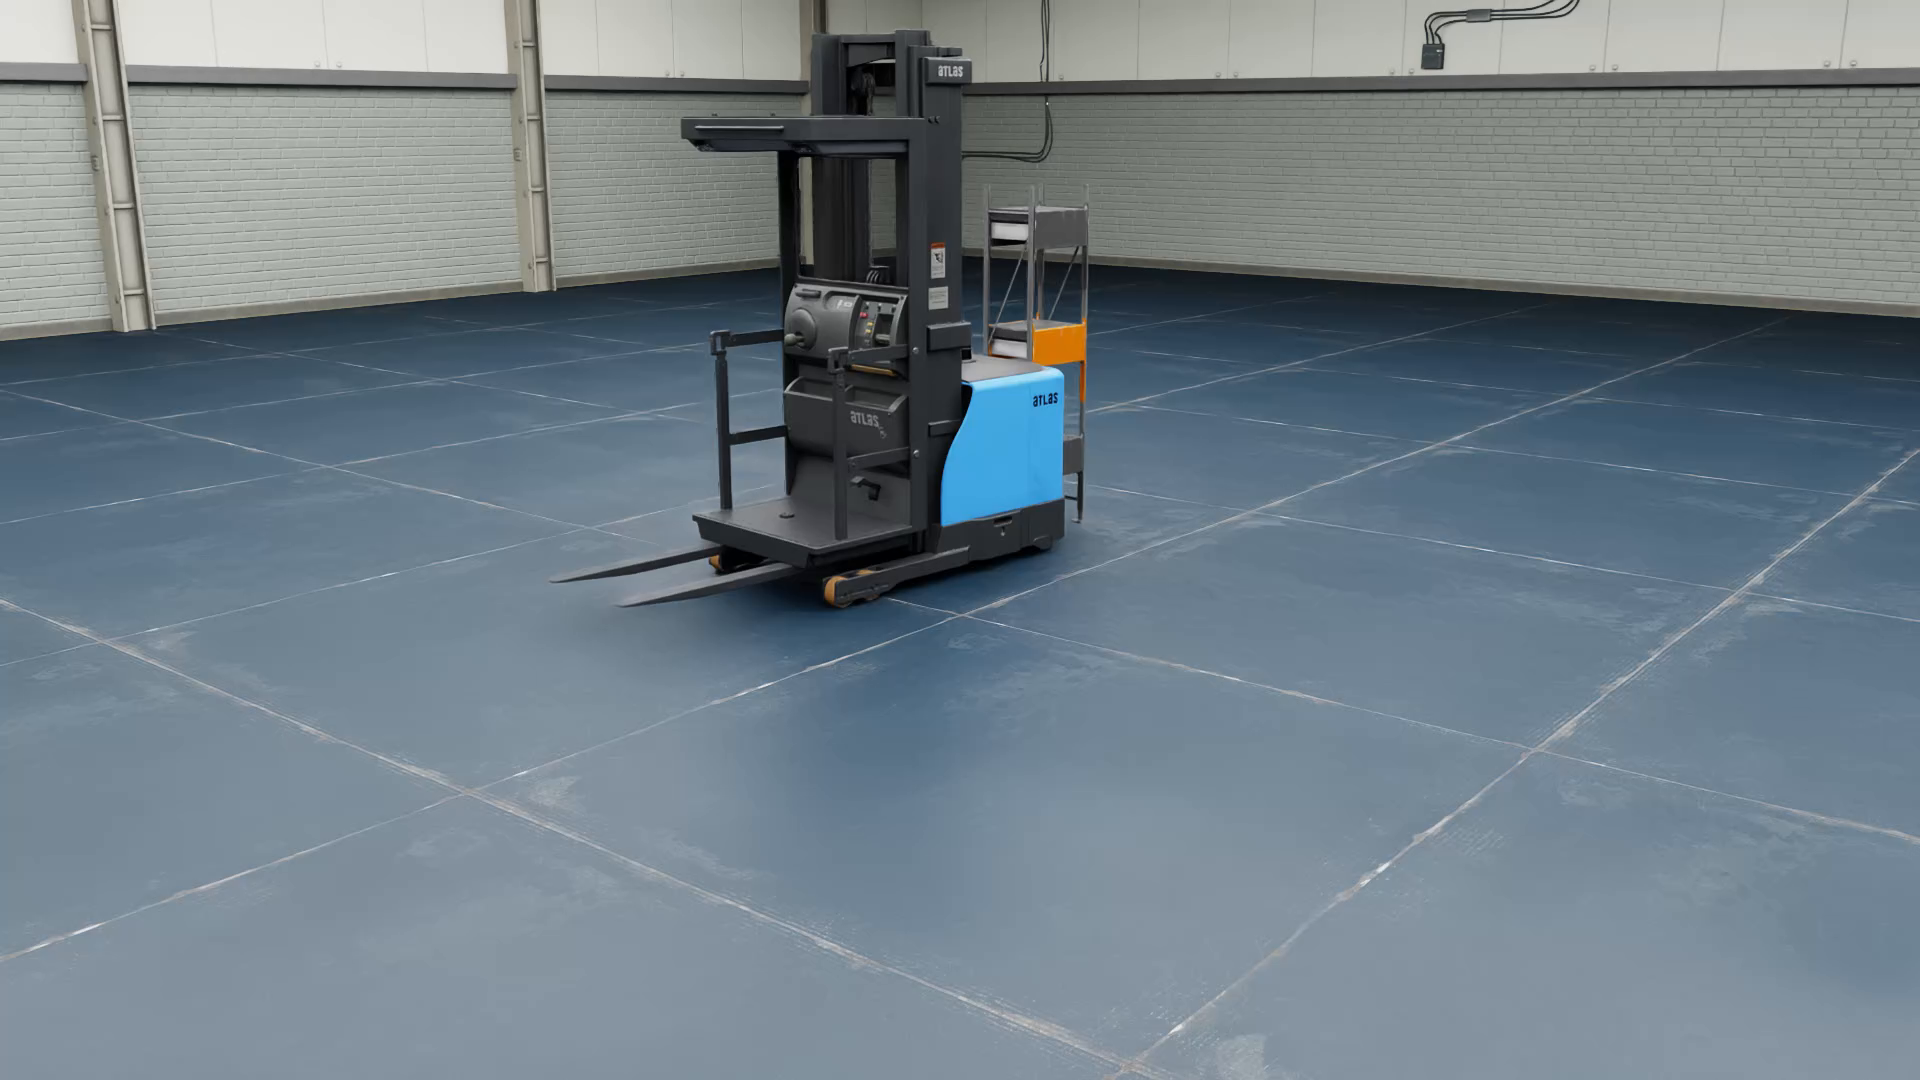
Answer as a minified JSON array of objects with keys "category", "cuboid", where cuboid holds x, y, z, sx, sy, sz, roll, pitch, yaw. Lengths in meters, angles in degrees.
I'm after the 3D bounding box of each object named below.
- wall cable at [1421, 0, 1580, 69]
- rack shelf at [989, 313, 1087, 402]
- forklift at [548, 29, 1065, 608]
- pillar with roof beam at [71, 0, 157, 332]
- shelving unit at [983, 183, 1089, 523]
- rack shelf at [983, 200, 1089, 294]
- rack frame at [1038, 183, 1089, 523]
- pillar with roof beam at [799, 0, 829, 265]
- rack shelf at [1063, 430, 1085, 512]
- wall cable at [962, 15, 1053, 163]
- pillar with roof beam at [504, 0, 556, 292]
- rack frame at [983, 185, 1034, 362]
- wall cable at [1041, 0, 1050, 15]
[{"category":"wall cable","cuboid":[7.777,-9.751,23.323,2.305,6.003,0.169,11,18,38]},{"category":"rack shelf","cuboid":[0.463,-1.105,10.265,0.480,0.518,0.431,-14,20,-43]},{"category":"forklift","cuboid":[-0.778,-1.207,8.922,3.031,2.935,1.130,-14,20,-43]},{"category":"pillar with roof beam","cuboid":[-6.671,-6.251,16.453,9.100,9.000,0.400,11,18,38]},{"category":"shelving unit","cuboid":[0.463,-1.119,10.261,0.503,2.100,0.431,-14,20,-43]},{"category":"rack shelf","cuboid":[0.463,-1.784,10.092,0.480,0.518,0.431,-14,20,-43]},{"category":"rack frame","cuboid":[0.636,-1.161,10.428,0.015,2.100,0.400,-14,20,-43]},{"category":"pillar with roof beam","cuboid":[0.871,-8.549,25.499,9.100,9.000,0.400,11,18,38]},{"category":"rack shelf","cuboid":[0.463,-0.427,10.437,0.480,0.518,0.431,-14,20,-43]},{"category":"wall cable","cuboid":[0.403,-8.070,29.919,3.097,2.526,0.112,11,18,38]},{"category":"pillar with roof beam","cuboid":[-2.900,-7.400,20.976,9.100,9.000,0.400,11,18,38]},{"category":"rack frame","cuboid":[0.289,-1.076,10.095,0.015,2.100,0.400,-14,20,-43]},{"category":"wall cable","cuboid":[2.507,-10.099,27.649,3.097,2.526,0.112,11,18,38]}]
